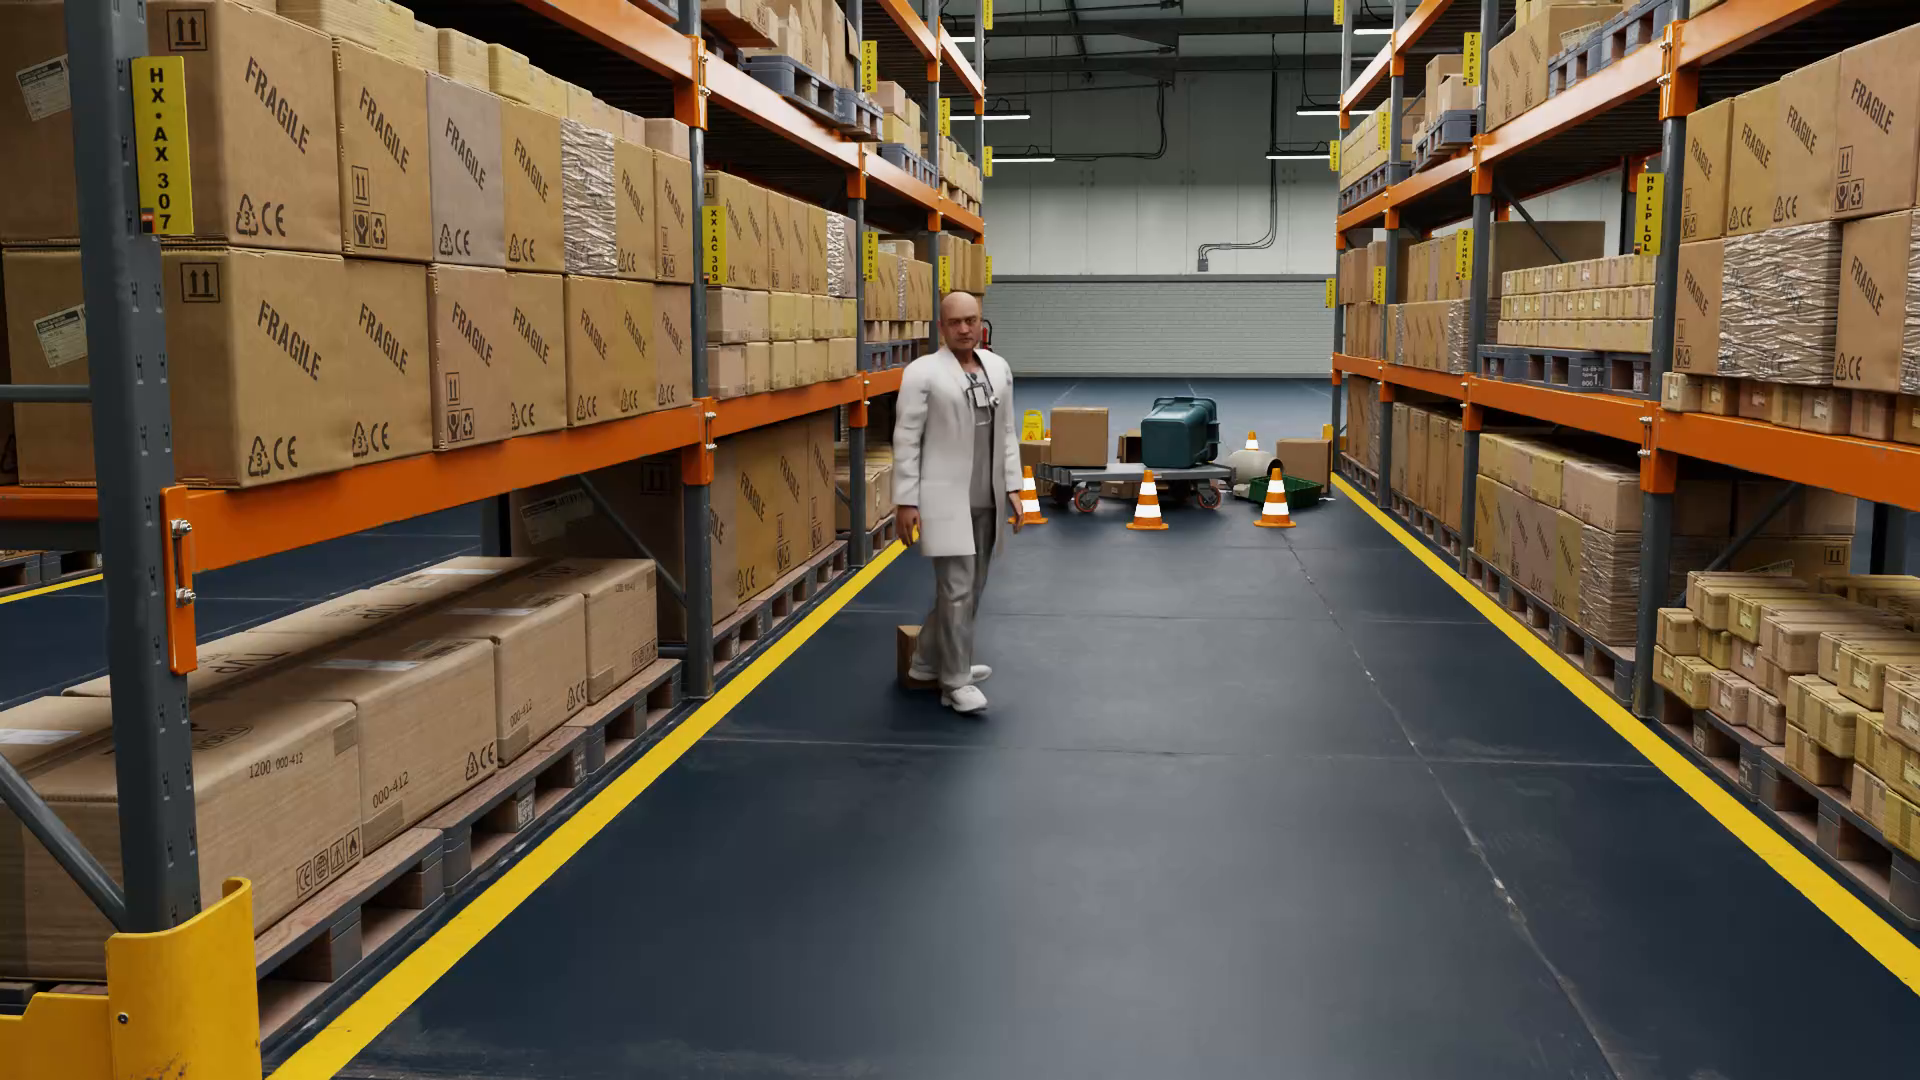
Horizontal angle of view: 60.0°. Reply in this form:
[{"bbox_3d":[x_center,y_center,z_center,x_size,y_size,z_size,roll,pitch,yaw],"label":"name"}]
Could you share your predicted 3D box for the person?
[{"bbox_3d":[-0.035,-0.170,7.142,0.606,1.769,0.665,-6,10,-39],"label":"person"}]
